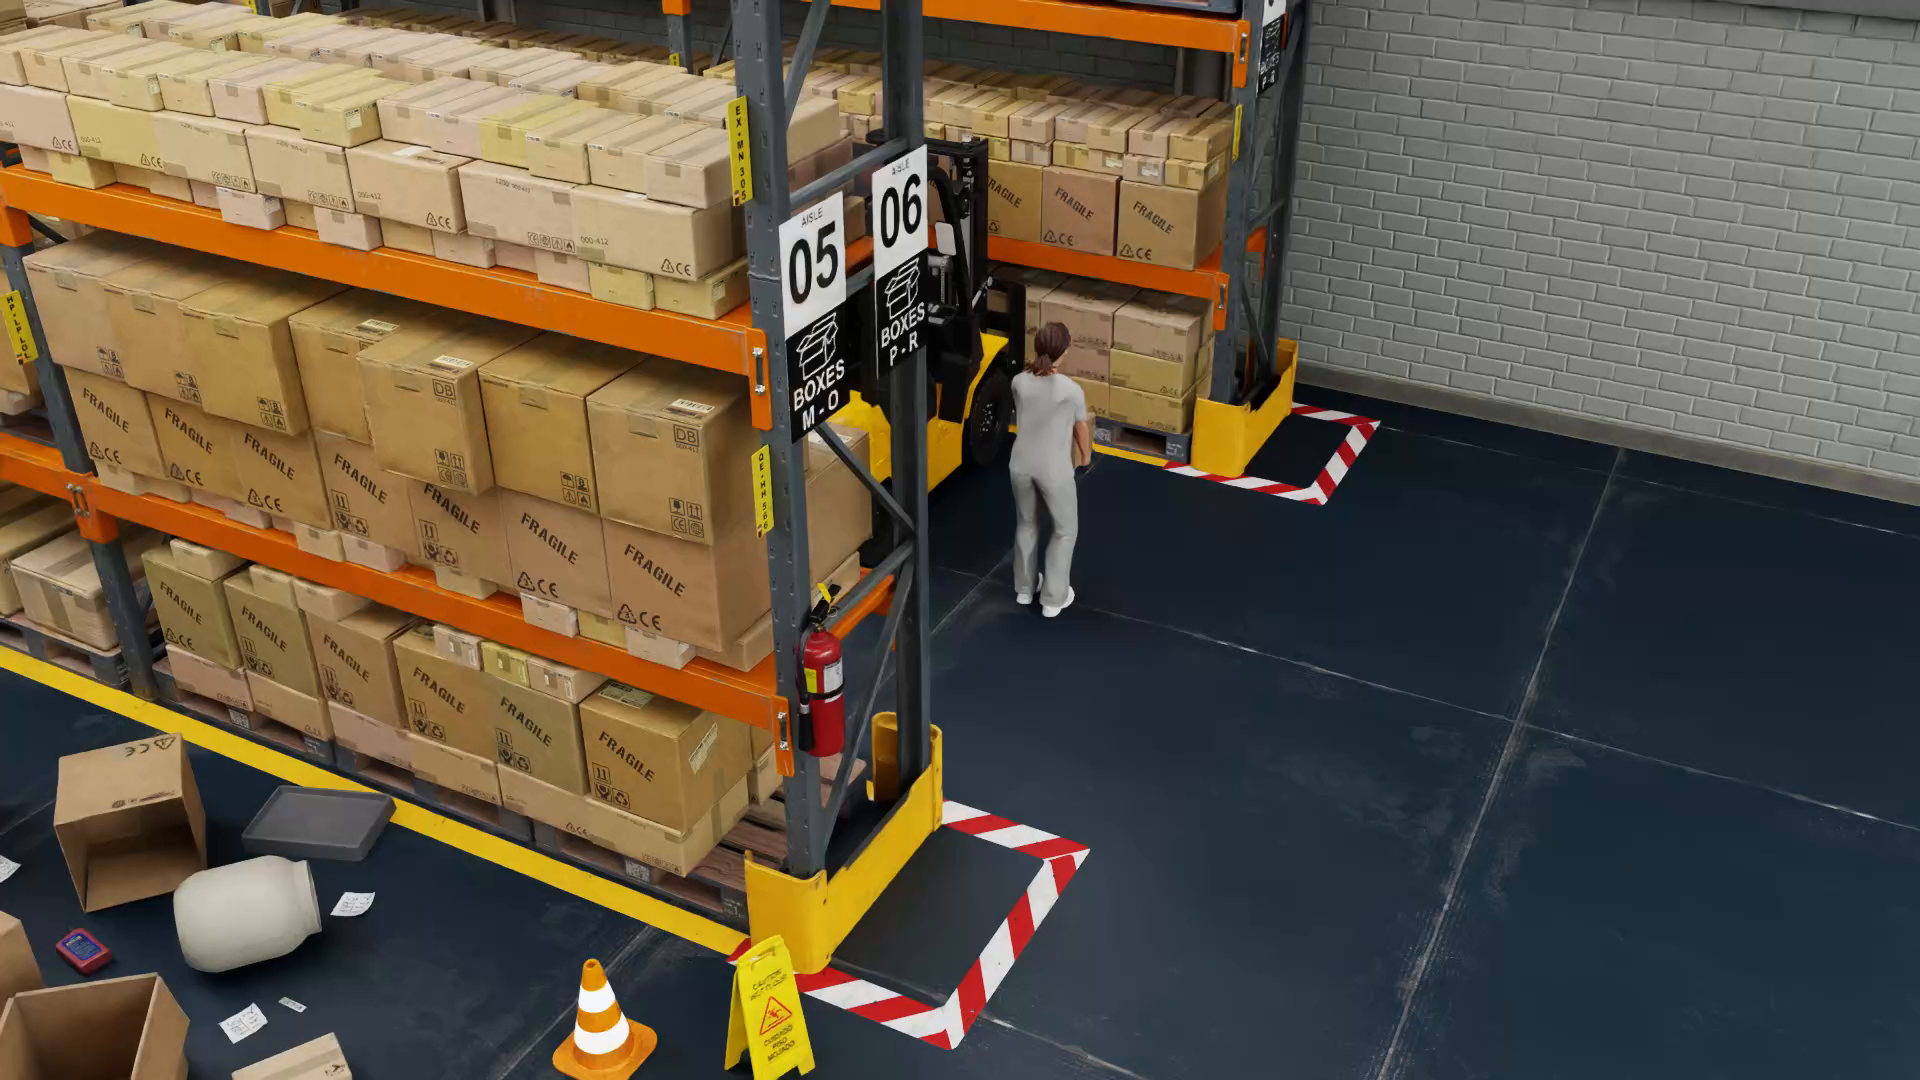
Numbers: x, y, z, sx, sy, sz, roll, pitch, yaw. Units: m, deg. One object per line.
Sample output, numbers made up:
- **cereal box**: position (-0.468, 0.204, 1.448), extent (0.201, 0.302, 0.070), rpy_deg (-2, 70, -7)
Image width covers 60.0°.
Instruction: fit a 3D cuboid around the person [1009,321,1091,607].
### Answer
- **person**: position (0.477, -0.433, 8.988), extent (0.411, 1.587, 0.520), rpy_deg (14, 33, 22)
